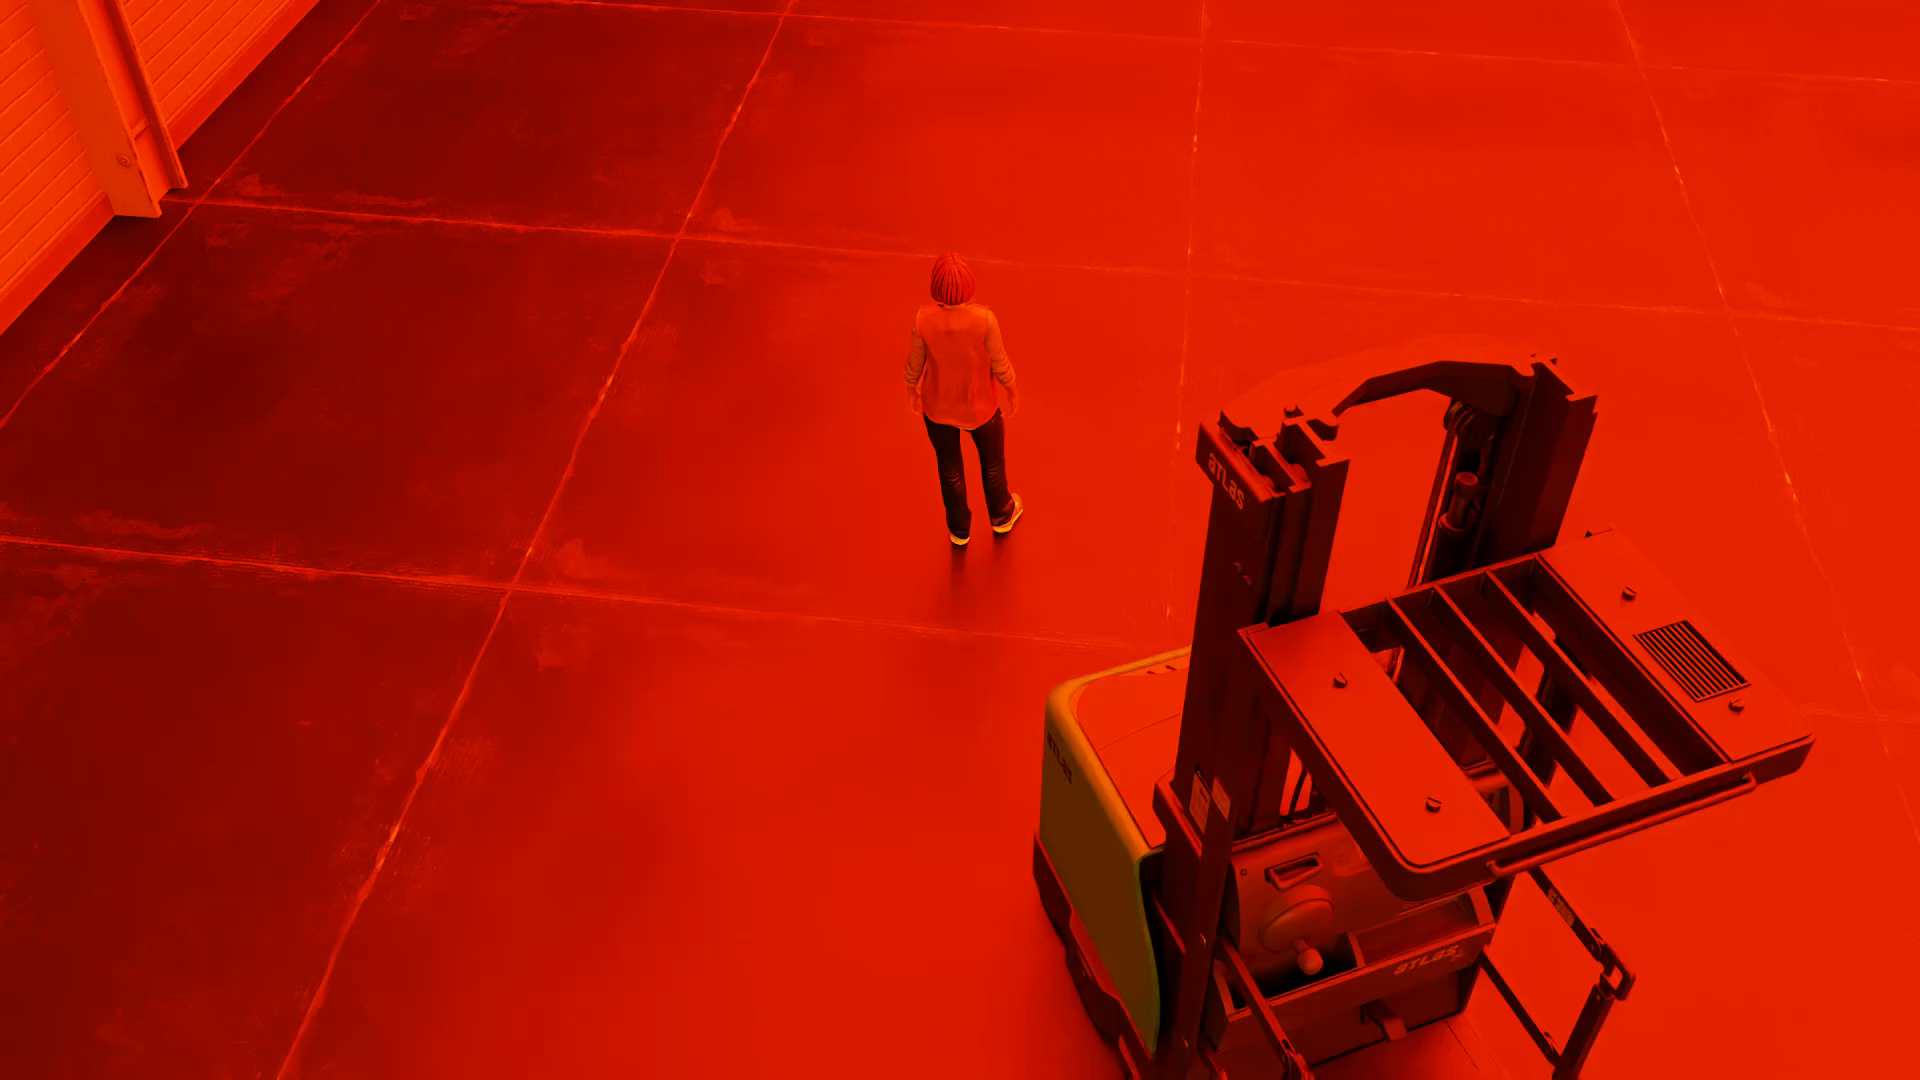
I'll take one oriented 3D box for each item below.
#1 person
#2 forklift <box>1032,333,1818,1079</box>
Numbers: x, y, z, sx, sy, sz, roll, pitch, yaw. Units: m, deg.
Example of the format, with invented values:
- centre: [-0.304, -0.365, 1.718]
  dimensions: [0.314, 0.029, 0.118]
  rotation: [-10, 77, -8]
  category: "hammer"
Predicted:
- centre: [0.024, -0.643, 7.399]
  dimensions: [0.520, 1.599, 0.473]
  rotation: [5, 43, 6]
  category: "person"
- centre: [1.277, 1.034, 4.598]
  dimensions: [1.130, 2.935, 3.031]
  rotation: [-14, 45, -15]
  category: "forklift"
